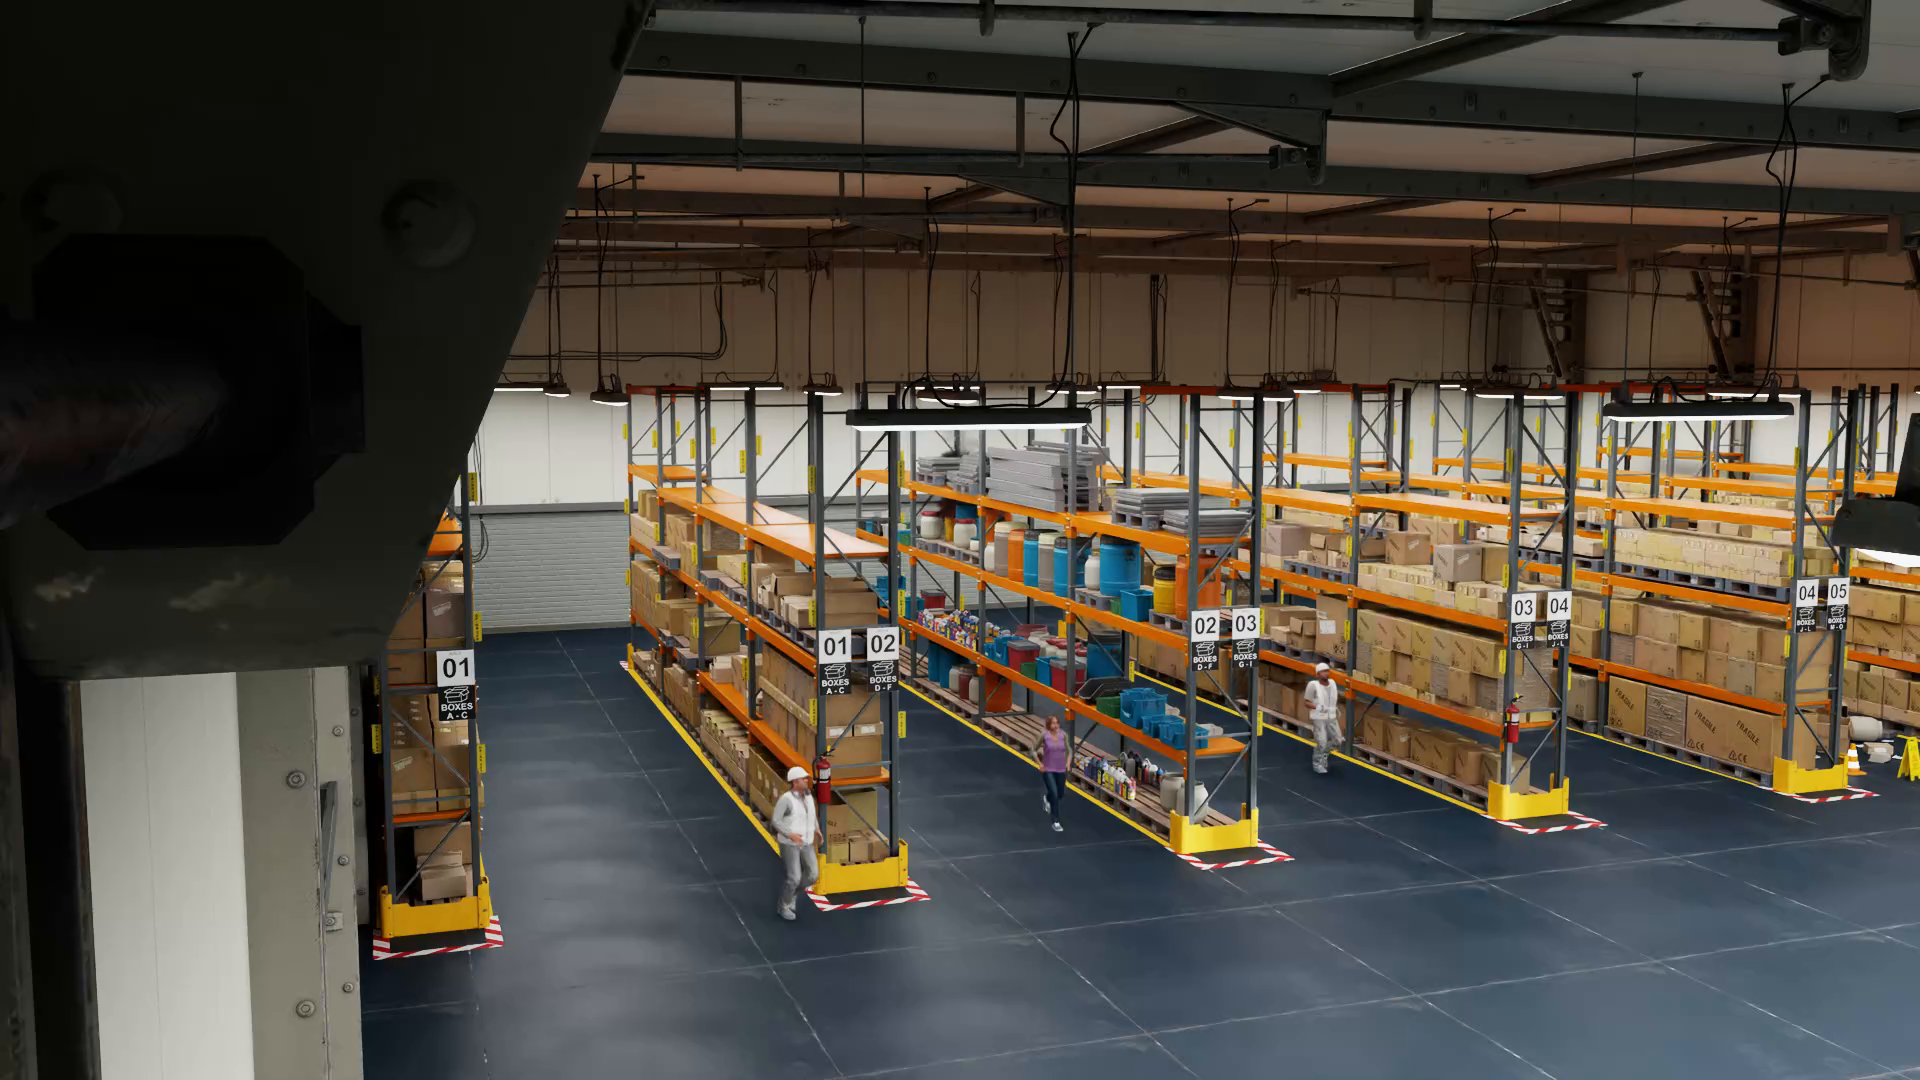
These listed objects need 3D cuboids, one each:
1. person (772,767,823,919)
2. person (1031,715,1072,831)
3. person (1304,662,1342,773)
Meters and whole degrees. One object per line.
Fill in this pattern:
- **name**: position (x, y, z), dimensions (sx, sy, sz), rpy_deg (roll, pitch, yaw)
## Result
- **person**: position (-1.838, 3.493, 19.242), dimensions (0.498, 1.726, 0.728), rpy_deg (5, 8, 40)
- **person**: position (1.263, 3.180, 22.984), dimensions (0.569, 1.570, 0.738), rpy_deg (-2, 6, -17)
- **person**: position (5.703, 2.783, 25.909), dimensions (0.669, 1.737, 0.589), rpy_deg (-2, 6, -21)
